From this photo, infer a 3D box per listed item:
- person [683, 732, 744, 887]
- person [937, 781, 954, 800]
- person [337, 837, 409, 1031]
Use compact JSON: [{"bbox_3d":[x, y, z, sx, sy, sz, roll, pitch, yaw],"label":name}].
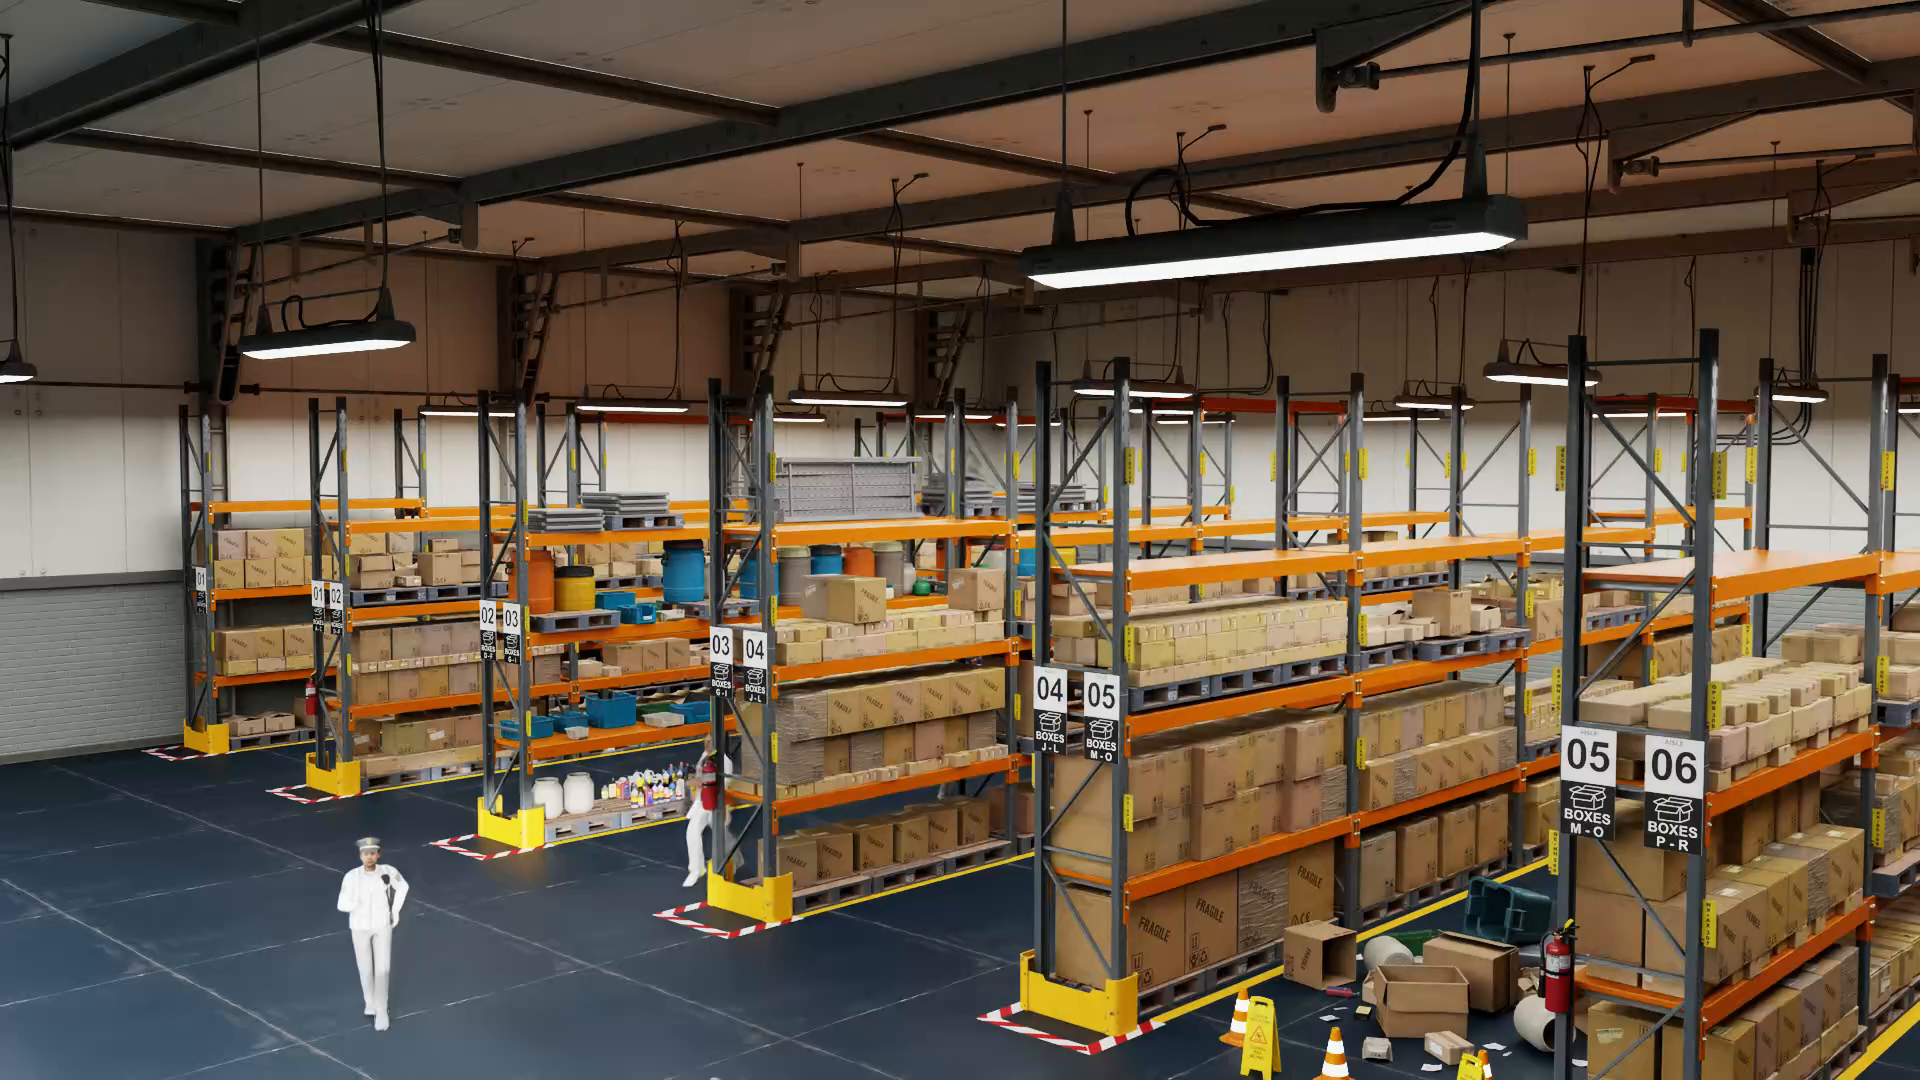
[{"bbox_3d":[-2.963,3.215,19.992,0.676,1.836,0.866,2,4,37],"label":"person"},{"bbox_3d":[-0.151,3.013,24.449,0.708,1.760,0.862,2,4,34],"label":"person"},{"bbox_3d":[-5.291,3.530,14.987,0.592,1.734,0.684,-1,3,-15],"label":"person"}]
